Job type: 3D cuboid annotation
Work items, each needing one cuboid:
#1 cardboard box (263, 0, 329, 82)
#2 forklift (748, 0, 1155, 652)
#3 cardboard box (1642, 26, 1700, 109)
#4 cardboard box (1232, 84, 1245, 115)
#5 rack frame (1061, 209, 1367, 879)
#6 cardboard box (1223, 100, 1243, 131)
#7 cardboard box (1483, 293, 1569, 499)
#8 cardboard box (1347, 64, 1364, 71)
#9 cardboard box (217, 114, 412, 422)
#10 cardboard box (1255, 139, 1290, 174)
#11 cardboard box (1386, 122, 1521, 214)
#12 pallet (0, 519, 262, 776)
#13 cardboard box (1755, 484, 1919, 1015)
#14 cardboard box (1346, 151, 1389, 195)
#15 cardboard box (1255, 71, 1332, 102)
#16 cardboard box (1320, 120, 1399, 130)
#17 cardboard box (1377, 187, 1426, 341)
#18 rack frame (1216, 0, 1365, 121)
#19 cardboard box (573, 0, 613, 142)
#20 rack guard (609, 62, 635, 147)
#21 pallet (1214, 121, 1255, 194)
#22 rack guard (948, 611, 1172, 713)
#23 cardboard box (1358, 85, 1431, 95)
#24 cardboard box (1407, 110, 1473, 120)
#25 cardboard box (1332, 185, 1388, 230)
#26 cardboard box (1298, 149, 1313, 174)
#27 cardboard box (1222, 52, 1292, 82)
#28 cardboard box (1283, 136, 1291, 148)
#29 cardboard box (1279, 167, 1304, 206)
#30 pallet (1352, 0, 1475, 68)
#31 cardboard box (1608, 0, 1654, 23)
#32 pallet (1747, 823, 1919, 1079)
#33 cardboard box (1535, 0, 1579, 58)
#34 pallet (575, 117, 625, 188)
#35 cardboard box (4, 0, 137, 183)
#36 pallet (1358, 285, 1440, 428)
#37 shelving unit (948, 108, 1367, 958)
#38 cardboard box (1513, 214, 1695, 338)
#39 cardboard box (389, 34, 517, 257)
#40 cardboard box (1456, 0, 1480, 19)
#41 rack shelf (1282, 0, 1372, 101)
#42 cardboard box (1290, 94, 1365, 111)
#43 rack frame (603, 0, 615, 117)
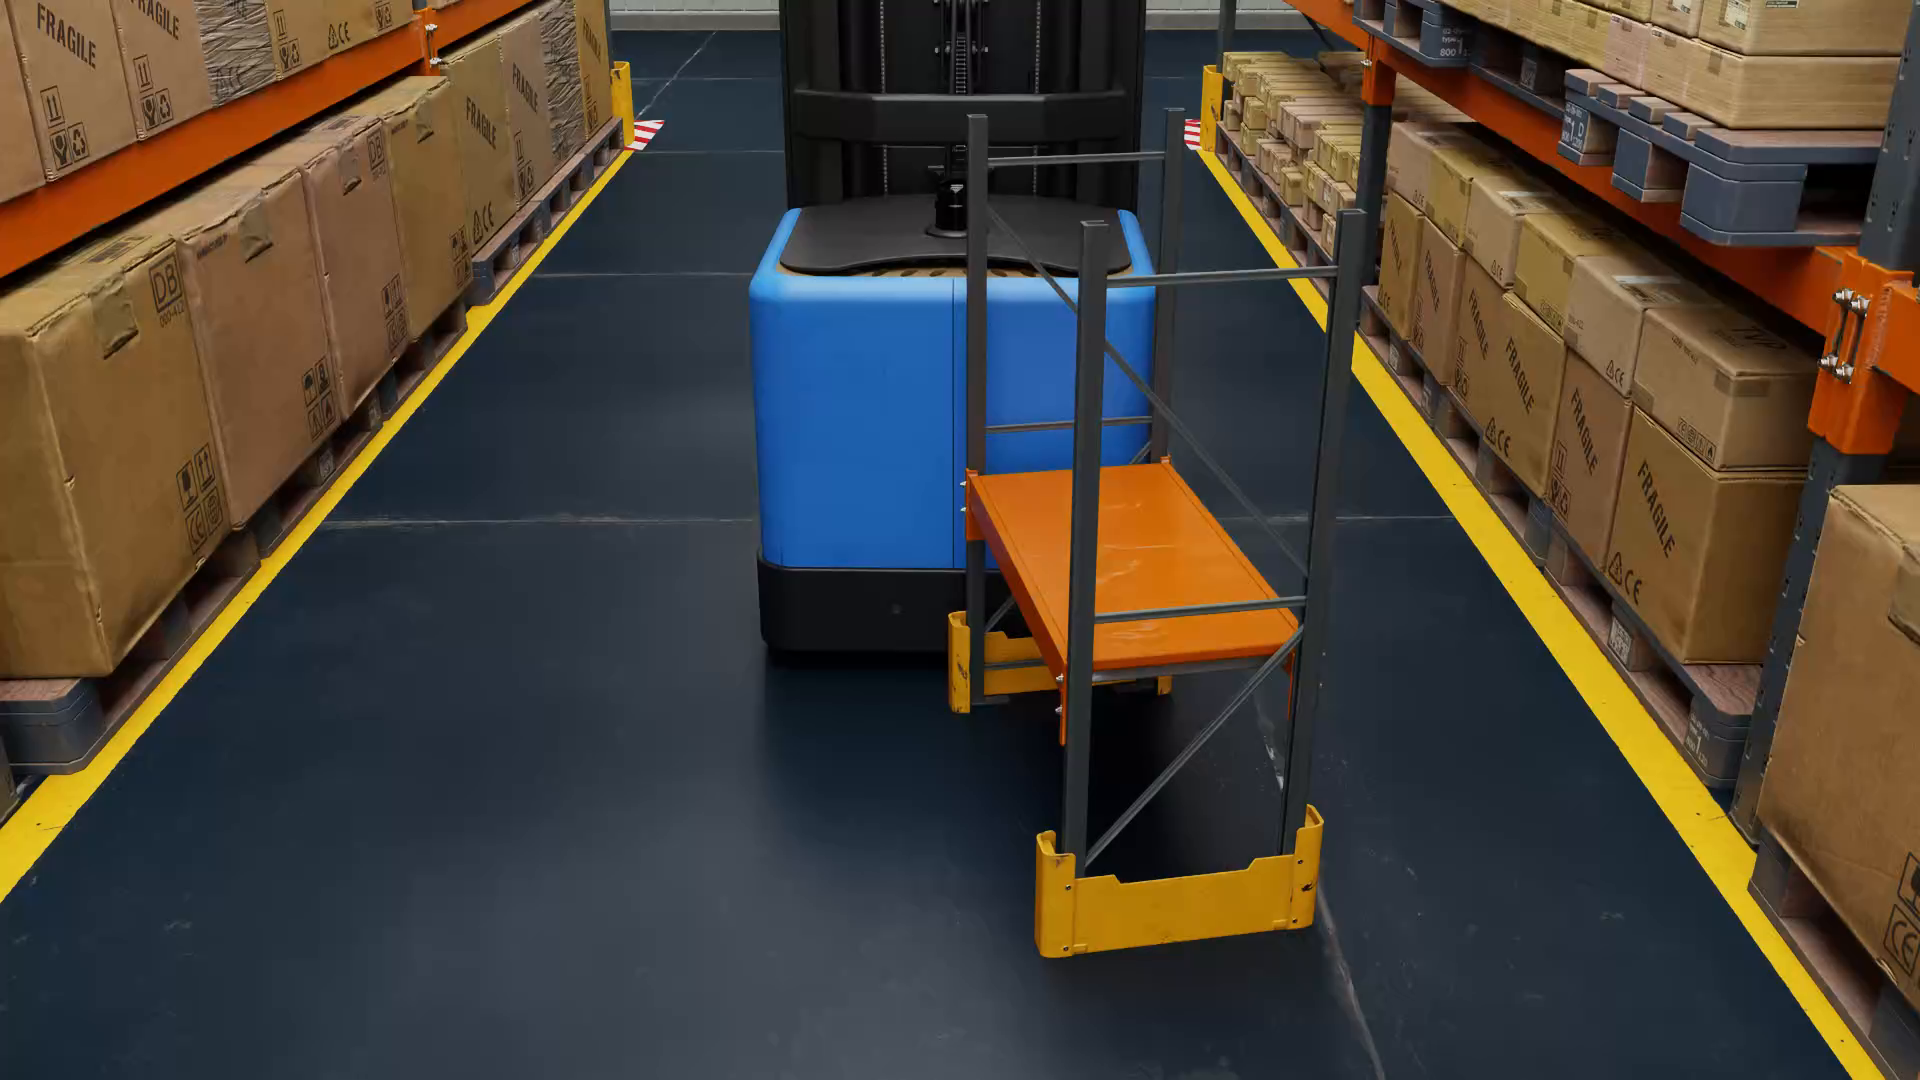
[{"bbox_3d":[-2.446,-1.805,5.479,0.500,0.500,0.500,-1,24,-1],"label":"cardboard box"},{"bbox_3d":[0.012,-1.595,5.220,1.130,2.935,3.031,0,24,1],"label":"forklift"},{"bbox_3d":[1.803,-1.083,3.799,0.380,0.149,0.250,0,24,-1],"label":"cardboard box"},{"bbox_3d":[1.878,-2.696,10.161,0.380,0.149,0.250,0,24,-1],"label":"cardboard box"},{"bbox_3d":[0.450,0.135,3.131,0.500,1.500,0.032,-4,25,-10],"label":"rack frame"},{"bbox_3d":[1.868,-2.674,10.472,0.380,0.149,0.250,0,24,1],"label":"cardboard box"},{"bbox_3d":[1.977,-0.456,5.143,0.500,0.500,0.500,-1,24,-3],"label":"cardboard box"},{"bbox_3d":[2.516,-2.735,9.886,0.380,0.149,0.250,-1,24,-2],"label":"cardboard box"},{"bbox_3d":[-2.698,-0.961,5.804,1.225,0.875,0.875,-1,24,-2],"label":"cardboard box"},{"bbox_3d":[1.869,-2.150,9.315,0.380,0.149,0.250,-1,24,-3],"label":"cardboard box"},{"bbox_3d":[1.970,-1.439,6.405,0.500,0.250,0.500,-1,24,-3],"label":"cardboard box"},{"bbox_3d":[-2.625,0.224,4.499,1.003,0.211,1.213,0,24,-1],"label":"pallet"},{"bbox_3d":[2.186,0.383,2.984,1.050,0.750,0.750,-1,24,-1],"label":"cardboard box"},{"bbox_3d":[1.961,-1.659,7.507,0.380,0.149,0.250,0,24,1],"label":"cardboard box"},{"bbox_3d":[1.931,-2.625,9.643,0.380,0.149,0.250,-1,24,-3],"label":"cardboard box"},{"bbox_3d":[1.984,-1.974,8.203,0.380,0.149,0.250,1,24,1],"label":"cardboard box"},{"bbox_3d":[1.969,-1.097,6.560,0.500,0.500,0.500,1,24,1],"label":"cardboard box"},{"bbox_3d":[2.182,-3.999,10.451,1.000,3.000,0.127,0,24,-1],"label":"rack frame"},{"bbox_3d":[-2.692,-2.978,10.263,0.875,0.875,0.875,0,24,-1],"label":"cardboard box"},{"bbox_3d":[-2.779,-2.889,11.031,1.175,0.500,0.348,0,24,-1],"label":"rack guard"},{"bbox_3d":[2.156,-2.362,10.216,1.003,0.211,1.213,0,24,-1],"label":"pallet"},{"bbox_3d":[0.263,0.293,4.298,0.587,0.250,0.087,-4,25,-10],"label":"rack guard"},{"bbox_3d":[2.406,-2.409,9.164,0.380,0.149,0.250,-1,24,-2],"label":"cardboard box"},{"bbox_3d":[2.487,-2.087,8.453,0.380,0.149,0.250,0,24,1],"label":"cardboard box"},{"bbox_3d":[1.904,-1.507,7.530,0.380,0.149,0.250,0,24,0],"label":"cardboard box"},{"bbox_3d":[1.941,-1.937,8.482,0.380,0.149,0.250,0,24,1],"label":"cardboard box"},{"bbox_3d":[1.848,-2.945,10.349,0.380,0.149,0.250,-1,24,-3],"label":"cardboard box"},{"bbox_3d":[2.005,-2.269,9.217,0.380,0.149,0.250,1,24,2],"label":"cardboard box"},{"bbox_3d":[1.869,-1.829,8.605,0.380,0.149,0.250,0,24,-1],"label":"cardboard box"},{"bbox_3d":[2.089,-1.947,6.149,1.003,0.211,1.213,0,24,-1],"label":"pallet"},{"bbox_3d":[1.798,-1.335,3.995,0.380,0.149,0.250,0,24,1],"label":"cardboard box"},{"bbox_3d":[2.203,0.894,3.018,1.003,0.211,1.213,0,24,-1],"label":"pallet"},{"bbox_3d":[1.797,-1.402,4.506,0.380,0.149,0.250,-1,24,-3],"label":"cardboard box"},{"bbox_3d":[-2.692,-2.418,10.341,1.003,0.211,1.213,0,24,-1],"label":"pallet"},{"bbox_3d":[-2.433,-1.181,4.100,0.500,0.500,0.500,-1,24,-2],"label":"cardboard box"},{"bbox_3d":[2.236,-0.759,6.672,1.003,0.211,1.213,0,24,-1],"label":"pallet"},{"bbox_3d":[0.355,-0.074,3.595,0.587,1.500,1.083,-4,25,-10],"label":"shelving unit"},{"bbox_3d":[1.993,-0.794,4.980,0.500,0.250,0.500,0,24,1],"label":"cardboard box"},{"bbox_3d":[-2.662,-1.865,7.803,0.875,0.875,0.875,0,24,-1],"label":"cardboard box"},{"bbox_3d":[1.790,-1.725,5.219,0.380,0.149,0.250,-1,24,-2],"label":"cardboard box"},{"bbox_3d":[2.204,-2.847,8.777,1.077,0.370,4.000,0,24,-1],"label":"rack shelf"},{"bbox_3d":[1.981,-2.299,8.922,0.380,0.149,0.250,0,24,0],"label":"cardboard box"},{"bbox_3d":[-2.779,-4.018,10.494,1.000,3.000,0.127,0,24,-1],"label":"rack frame"}]
